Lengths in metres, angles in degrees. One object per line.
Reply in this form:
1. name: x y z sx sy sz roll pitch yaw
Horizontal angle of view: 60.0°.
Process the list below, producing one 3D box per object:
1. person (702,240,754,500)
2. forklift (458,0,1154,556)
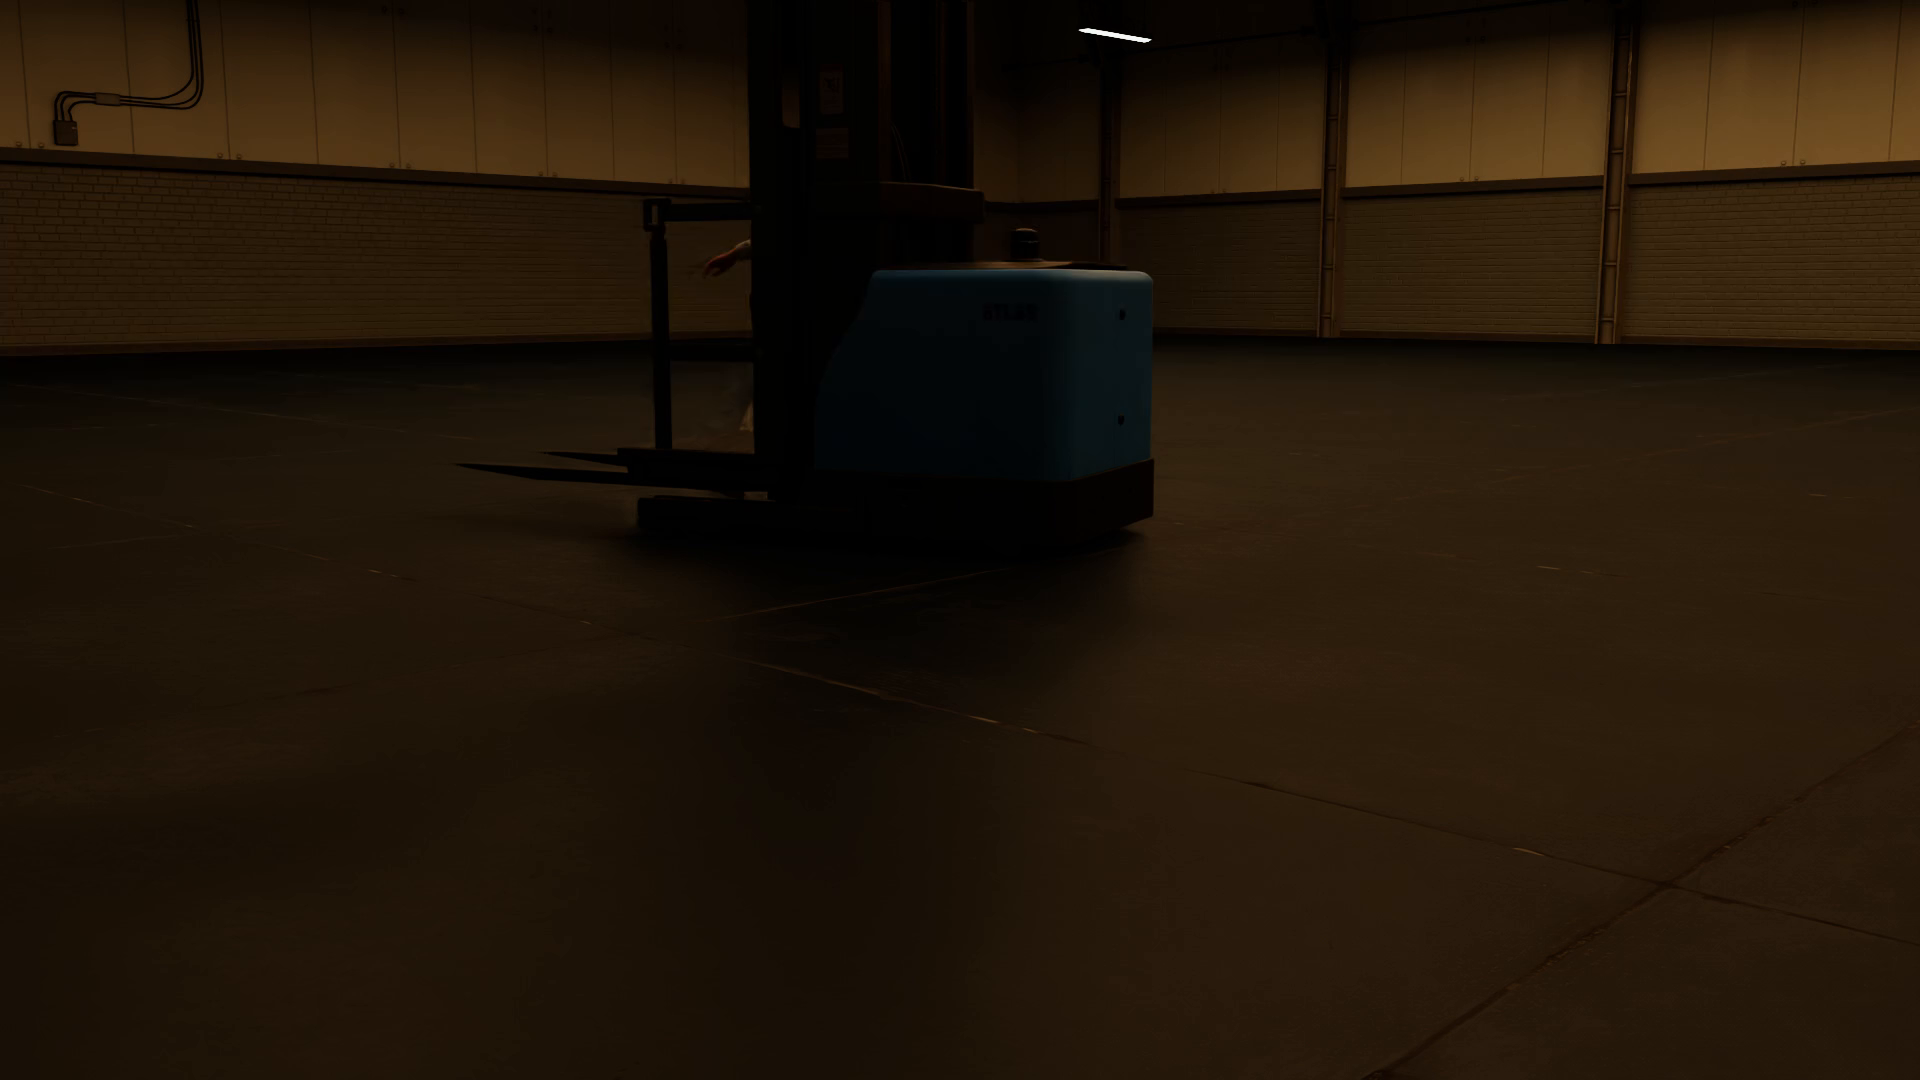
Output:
1. person: -0.641 -0.899 7.852 1.210 1.479 0.743 -3 9 -20
2. forklift: -0.754 -1.517 6.946 3.031 2.935 1.130 4 9 25
